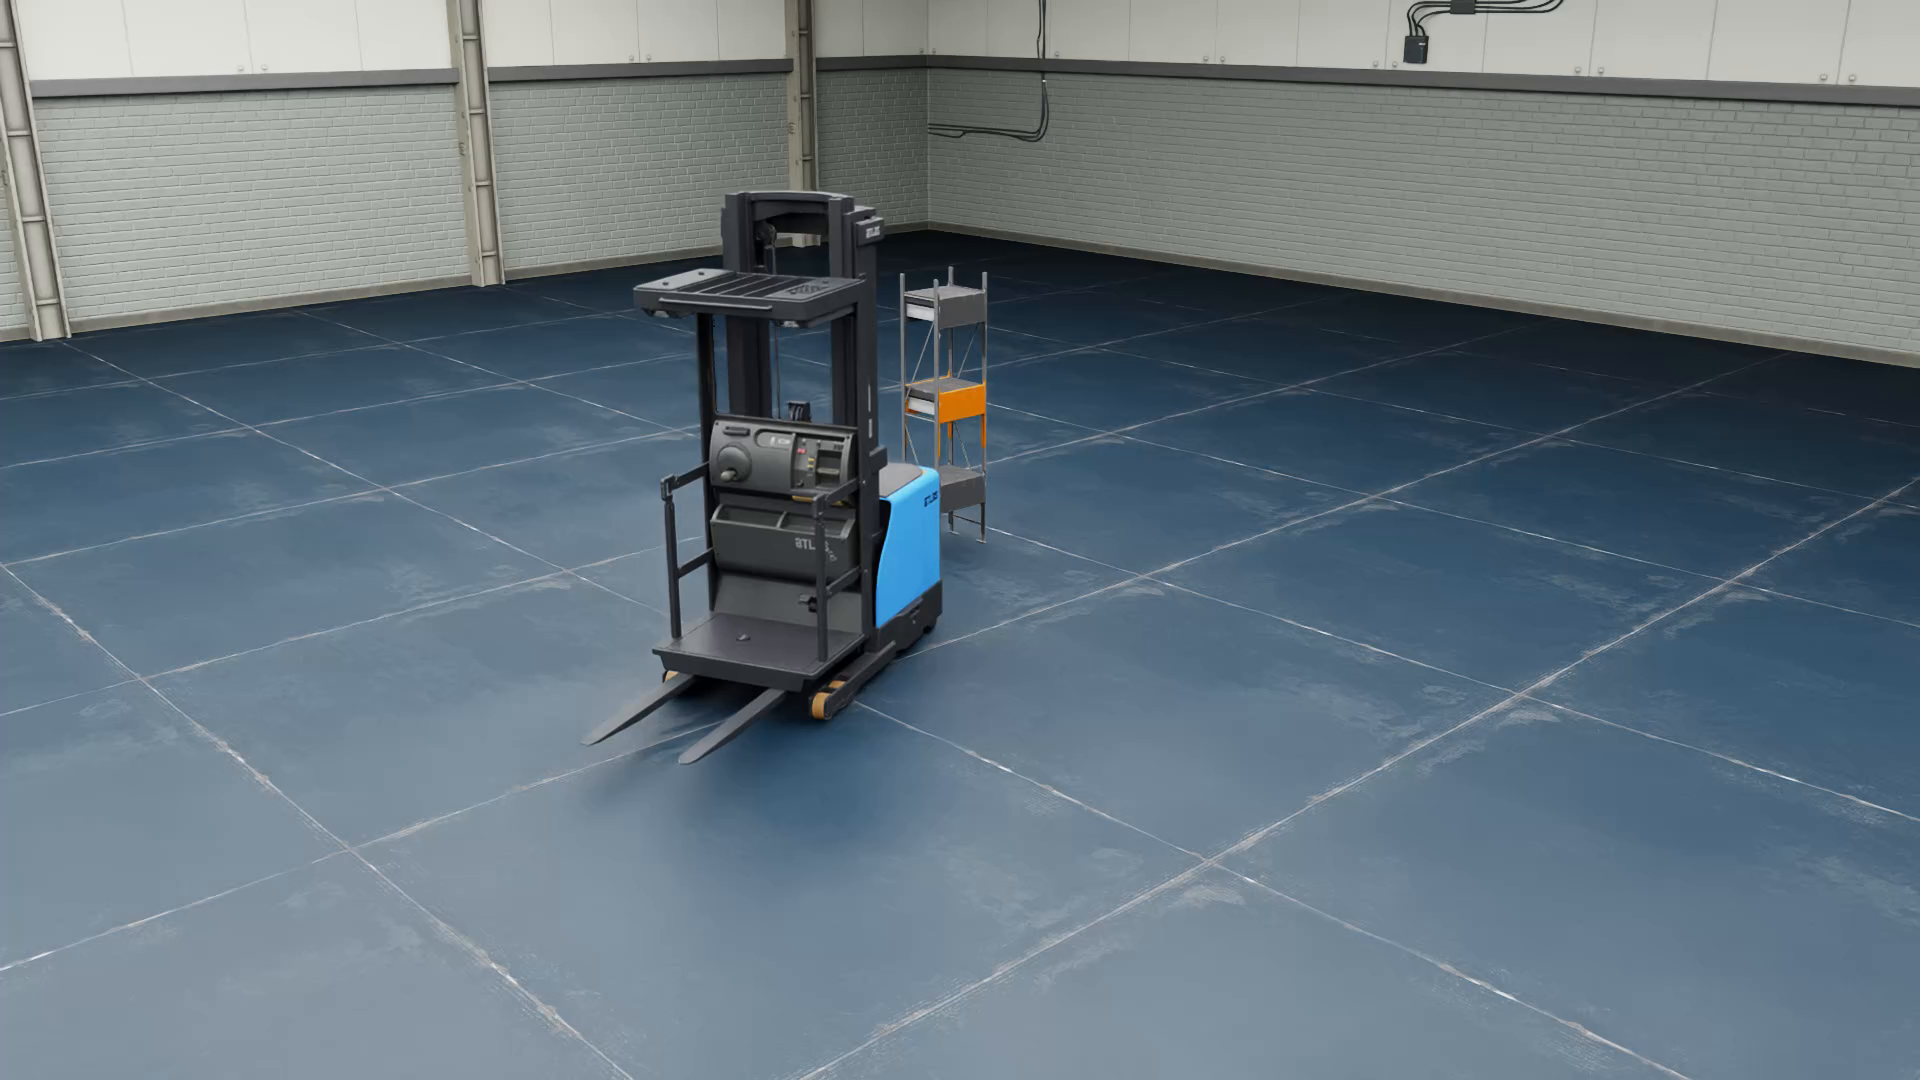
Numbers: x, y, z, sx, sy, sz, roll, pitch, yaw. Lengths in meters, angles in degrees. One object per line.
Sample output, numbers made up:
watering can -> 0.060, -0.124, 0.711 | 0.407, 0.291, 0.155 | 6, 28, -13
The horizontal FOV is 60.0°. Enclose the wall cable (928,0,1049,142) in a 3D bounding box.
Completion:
wall cable -> 0.399, -8.207, 28.742 | 0.112, 2.526, 3.097 | -16, 24, -41

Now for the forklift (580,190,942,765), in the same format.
forklift -> -1.151, -0.485, 9.729 | 1.130, 2.935, 3.031 | 7, 19, 21

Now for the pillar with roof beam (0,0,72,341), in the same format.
pillar with roof beam -> -8.412, -5.849, 16.434 | 0.400, 9.000, 9.100 | -16, 24, -41

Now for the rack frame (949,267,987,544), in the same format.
rack frame -> 0.057, -1.015, 12.712 | 0.015, 2.100, 0.400 | -16, 24, -41

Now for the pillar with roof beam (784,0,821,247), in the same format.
pillar with roof beam -> 0.308, -8.392, 24.276 | 0.400, 9.000, 9.100 | -16, 24, -41

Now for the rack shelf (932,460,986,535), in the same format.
rack shelf -> -0.120, -0.285, 12.773 | 0.480, 0.518, 0.431 | -16, 24, -41

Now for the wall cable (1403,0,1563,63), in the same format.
wall cable -> 6.910, -9.171, 21.167 | 0.169, 6.003, 2.305 | -16, 24, -41

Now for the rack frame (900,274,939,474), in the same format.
rack frame -> -0.298, -0.912, 12.393 | 0.015, 2.100, 0.400 | -16, 24, -41

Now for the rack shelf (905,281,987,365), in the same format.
rack shelf -> -0.120, -1.617, 12.341 | 0.480, 0.518, 0.431 | -16, 24, -41

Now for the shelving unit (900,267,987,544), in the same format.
shelving unit -> -0.120, -0.964, 12.553 | 0.503, 2.100, 0.431 | -16, 24, -41

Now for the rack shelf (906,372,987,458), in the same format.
rack shelf -> -0.120, -0.951, 12.557 | 0.480, 0.518, 0.431 | -16, 24, -41

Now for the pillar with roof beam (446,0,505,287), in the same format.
pillar with roof beam -> -4.052, -7.120, 20.355 | 0.400, 9.000, 9.100 | -16, 24, -41
